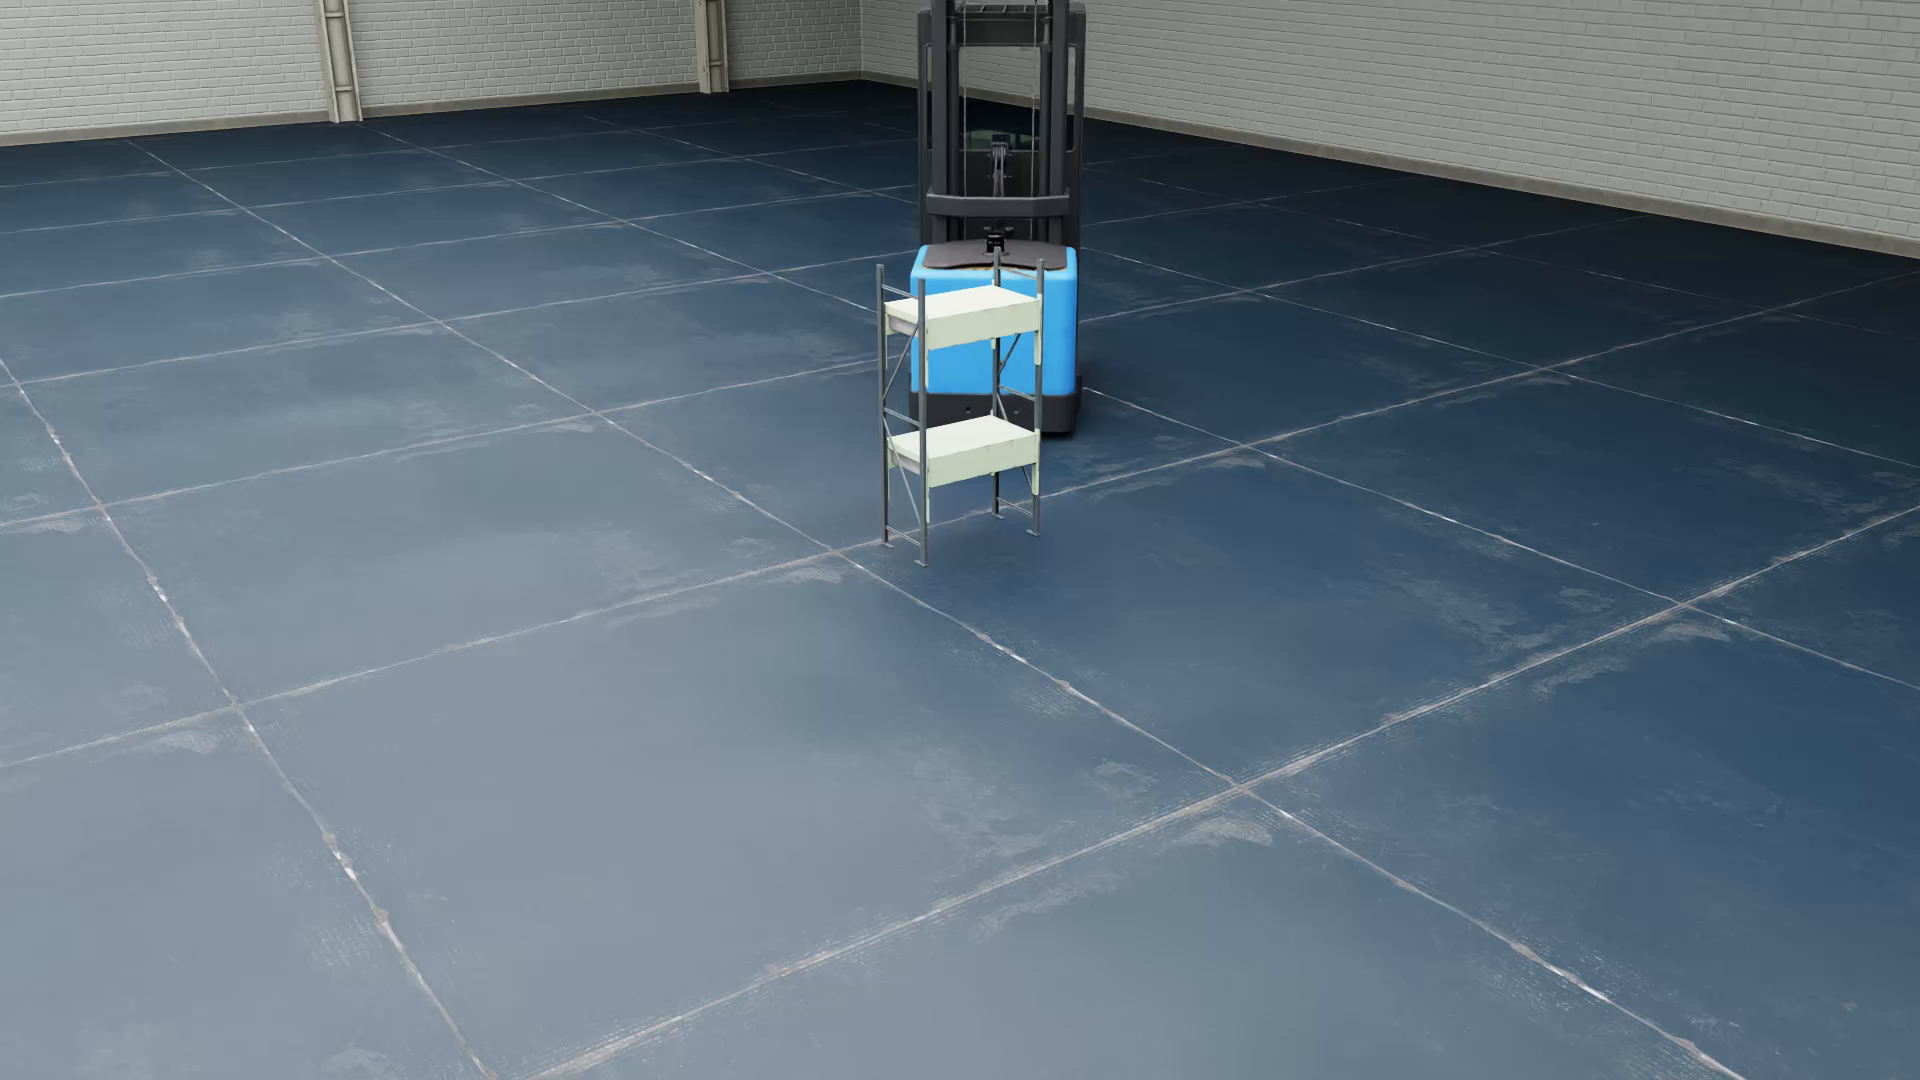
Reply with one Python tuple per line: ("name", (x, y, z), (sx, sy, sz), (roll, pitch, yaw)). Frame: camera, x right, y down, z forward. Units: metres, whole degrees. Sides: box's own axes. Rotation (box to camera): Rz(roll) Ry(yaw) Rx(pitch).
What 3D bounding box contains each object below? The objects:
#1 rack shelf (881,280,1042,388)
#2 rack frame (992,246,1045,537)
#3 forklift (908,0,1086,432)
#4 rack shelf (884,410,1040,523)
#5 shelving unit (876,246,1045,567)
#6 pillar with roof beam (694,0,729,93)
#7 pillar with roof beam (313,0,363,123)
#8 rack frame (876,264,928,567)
("rack shelf", (0.005, -1.061, 8.477), (0.720, 0.370, 0.431), (-15, 26, -33))
("rack frame", (0.303, -0.777, 8.821), (0.023, 1.500, 0.400), (-15, 26, -33))
("forklift", (0.282, -2.535, 11.295), (1.130, 2.935, 3.031), (1, 22, 3))
("rack shelf", (0.005, -0.395, 8.743), (0.720, 0.370, 0.431), (-15, 26, -33))
("shelving unit", (0.005, -0.698, 8.622), (0.755, 1.500, 0.431), (-15, 26, -33))
("pillar with roof beam", (-1.541, -10.282, 22.523), (0.400, 9.000, 9.100), (-15, 26, -33))
("pillar with roof beam", (-6.411, -8.984, 19.268), (0.400, 9.000, 9.100), (-15, 26, -33))
("rack frame", (-0.292, -0.619, 8.424), (0.023, 1.500, 0.400), (-15, 26, -33))
